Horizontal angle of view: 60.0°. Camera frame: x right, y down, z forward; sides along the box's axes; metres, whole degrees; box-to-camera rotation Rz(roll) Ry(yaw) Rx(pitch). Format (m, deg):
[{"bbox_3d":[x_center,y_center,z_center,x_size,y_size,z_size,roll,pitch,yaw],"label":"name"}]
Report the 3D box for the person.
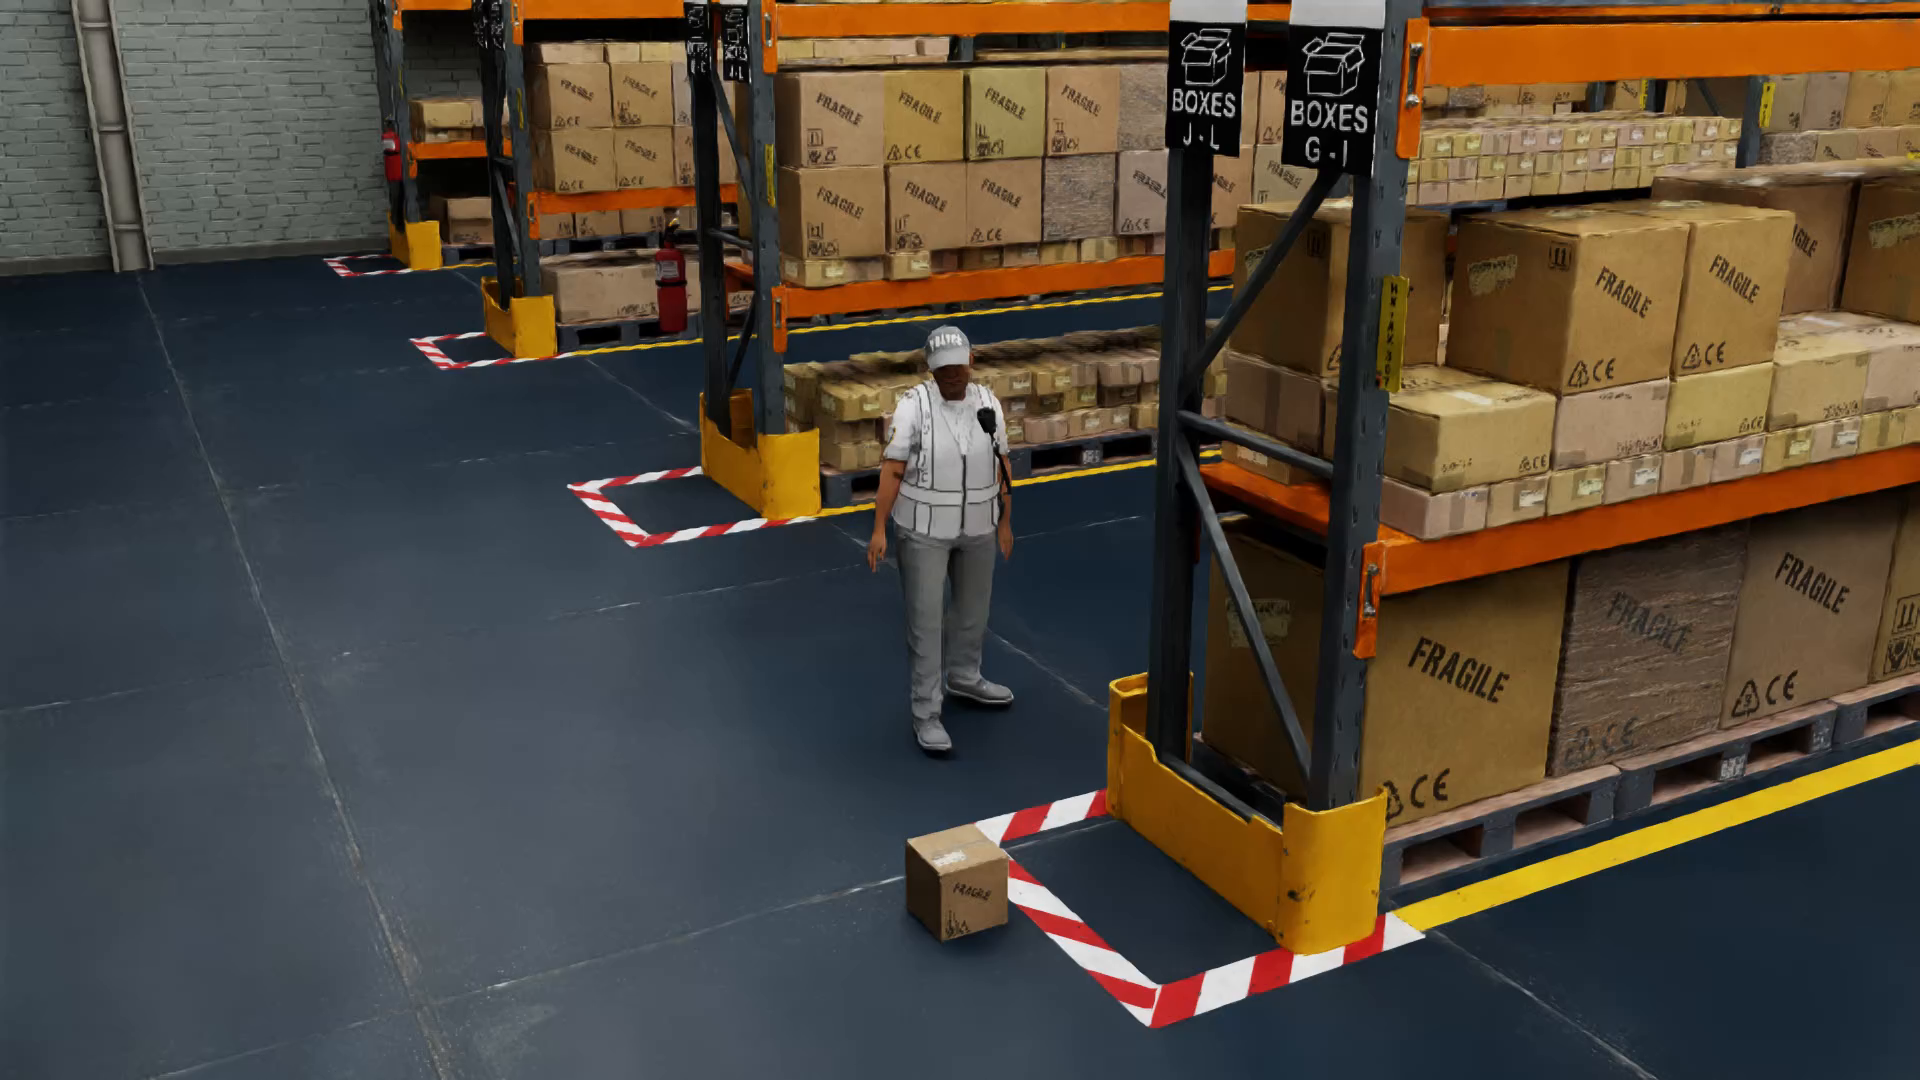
[{"bbox_3d":[-0.049,-0.032,6.610,0.666,1.652,0.561,-8,20,-22],"label":"person"}]
